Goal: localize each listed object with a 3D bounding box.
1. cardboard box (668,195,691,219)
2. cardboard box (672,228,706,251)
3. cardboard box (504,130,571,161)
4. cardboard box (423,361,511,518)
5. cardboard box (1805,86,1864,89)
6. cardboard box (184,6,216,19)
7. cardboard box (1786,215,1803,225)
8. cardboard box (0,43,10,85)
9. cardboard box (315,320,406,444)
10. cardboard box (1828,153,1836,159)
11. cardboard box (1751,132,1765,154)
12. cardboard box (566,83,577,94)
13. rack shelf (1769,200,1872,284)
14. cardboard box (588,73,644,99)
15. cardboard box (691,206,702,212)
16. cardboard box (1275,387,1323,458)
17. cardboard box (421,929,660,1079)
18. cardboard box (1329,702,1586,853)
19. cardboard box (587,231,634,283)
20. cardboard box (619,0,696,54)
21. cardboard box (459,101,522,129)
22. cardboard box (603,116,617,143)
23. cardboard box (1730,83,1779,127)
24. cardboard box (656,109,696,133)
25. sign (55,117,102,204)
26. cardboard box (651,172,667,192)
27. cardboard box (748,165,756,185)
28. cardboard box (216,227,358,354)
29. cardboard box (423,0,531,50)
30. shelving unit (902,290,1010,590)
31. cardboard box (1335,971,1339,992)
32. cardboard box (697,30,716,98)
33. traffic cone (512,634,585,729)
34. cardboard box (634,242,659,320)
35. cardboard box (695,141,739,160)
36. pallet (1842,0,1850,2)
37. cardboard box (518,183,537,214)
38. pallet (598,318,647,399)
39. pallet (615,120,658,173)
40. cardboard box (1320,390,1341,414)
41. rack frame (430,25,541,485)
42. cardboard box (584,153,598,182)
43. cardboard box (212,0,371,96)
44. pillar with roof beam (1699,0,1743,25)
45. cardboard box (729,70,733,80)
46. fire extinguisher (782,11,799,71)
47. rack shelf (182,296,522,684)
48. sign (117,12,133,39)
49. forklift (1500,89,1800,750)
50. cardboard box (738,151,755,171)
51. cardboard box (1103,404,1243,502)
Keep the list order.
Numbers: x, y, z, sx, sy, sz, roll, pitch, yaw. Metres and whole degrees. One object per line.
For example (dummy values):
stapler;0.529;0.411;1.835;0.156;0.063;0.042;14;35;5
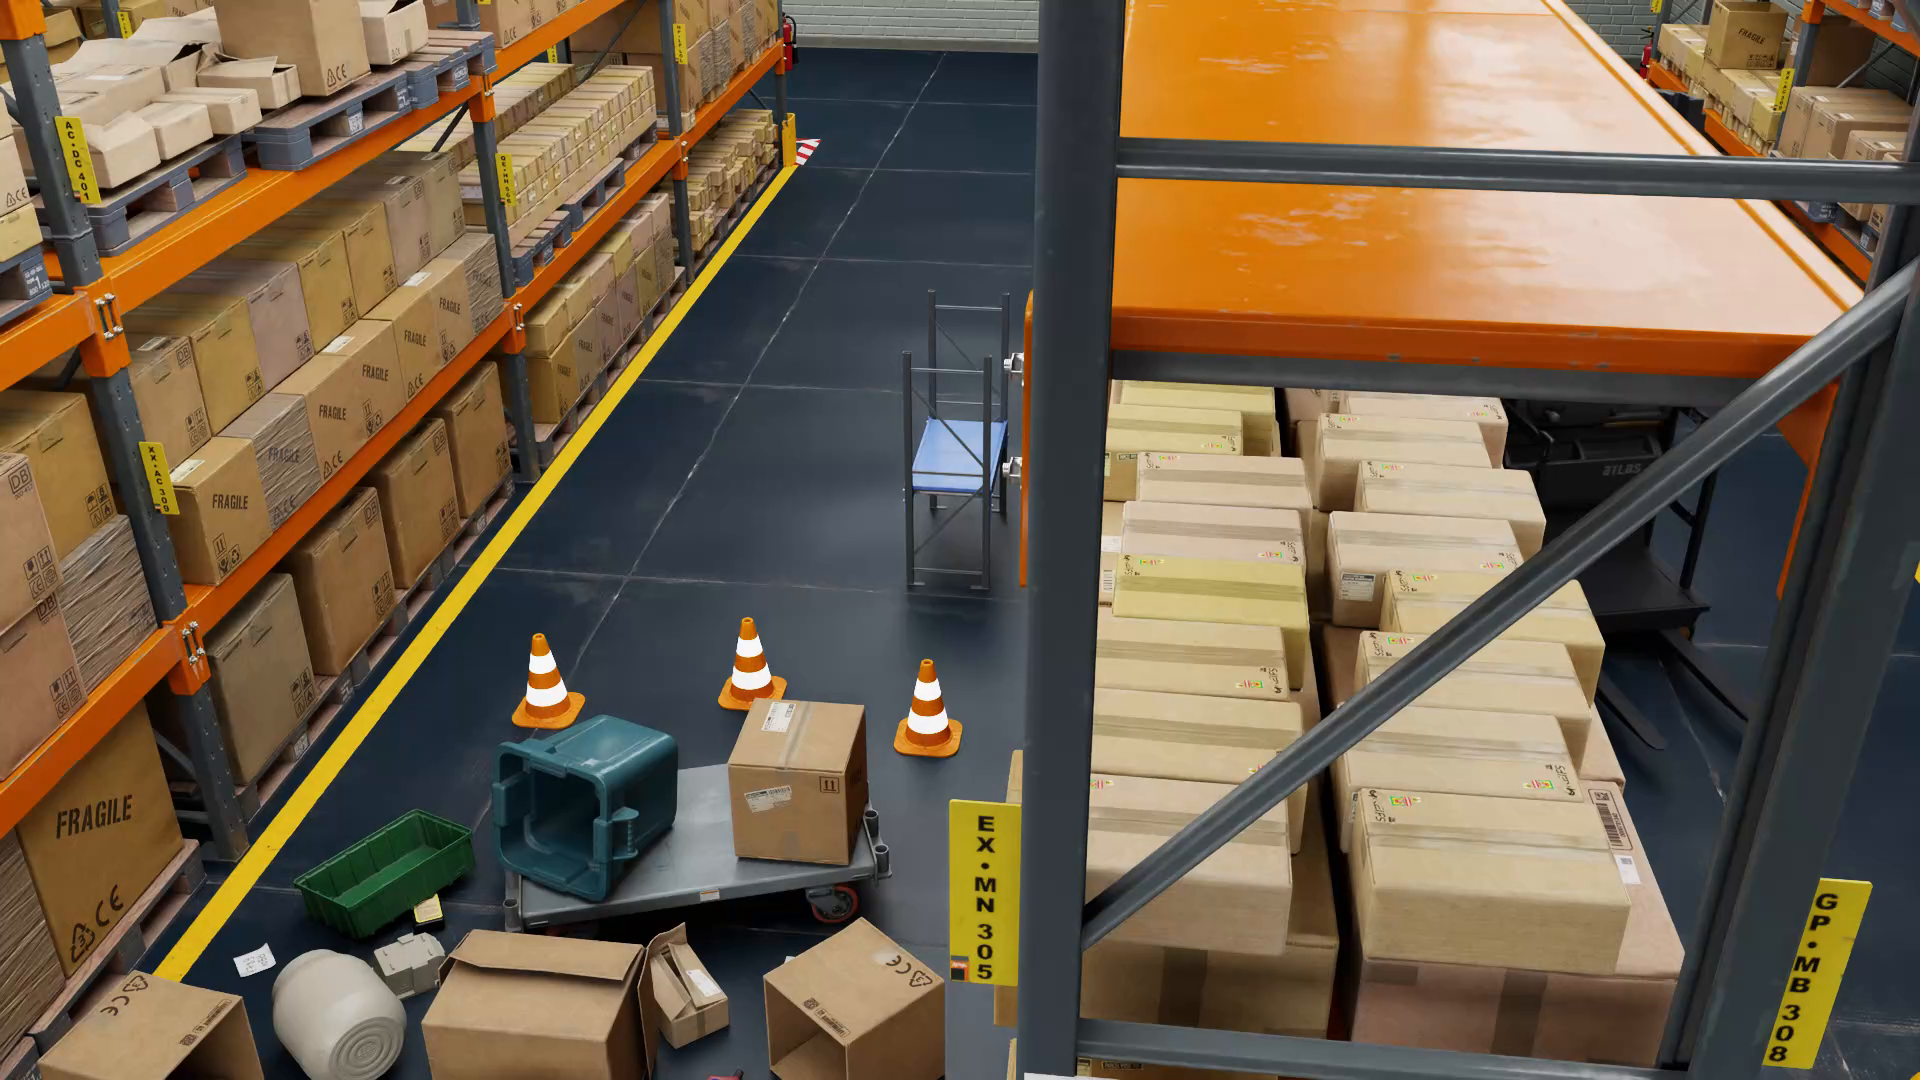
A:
cardboard box;-2.623;-2.976;14.839;0.380;0.149;0.250;4;29;8
cardboard box;-2.508;-2.717;14.985;0.380;0.149;0.250;2;28;4
cardboard box;-2.983;-2.788;11.749;0.380;0.149;0.250;5;29;9
cardboard box;-3.525;-0.664;10.542;1.050;0.750;0.750;3;28;6
cardboard box;7.364;-3.626;13.955;0.500;0.250;0.500;3;28;6
cardboard box;-3.730;-2.671;8.784;0.500;0.250;0.500;4;29;8
cardboard box;6.733;-2.451;13.125;0.380;0.149;0.250;3;28;5
cardboard box;-7.947;-3.832;13.329;0.797;0.503;0.637;4;29;7
cardboard box;-3.332;-0.856;8.863;0.500;0.500;0.500;4;29;7
cardboard box;6.430;-2.601;11.907;0.396;0.266;0.258;5;29;9
cardboard box;6.780;-3.285;13.742;0.380;0.149;0.250;4;29;8
cardboard box;-3.376;-3.681;13.720;0.380;0.149;0.250;4;29;7
rack shelf;6.736;-1.849;11.570;1.077;0.370;4.000;3;28;6
cardboard box;-2.759;-3.643;13.337;0.380;0.149;0.250;3;28;5
cardboard box;-2.567;-2.971;15.144;0.380;0.149;0.250;4;29;7
cardboard box;1.149;-0.313;4.643;0.500;0.250;0.500;3;28;5
cardboard box;-1.607;1.879;6.380;0.797;0.637;0.503;3;28;6
cardboard box;0.845;0.419;2.864;0.380;0.149;0.250;3;28;6
cardboard box;-2.838;-2.192;12.851;0.500;0.250;0.500;2;28;4
cardboard box;-2.574;-4.447;14.161;0.500;0.500;0.500;4;29;7
cardboard box;-3.533;-3.203;12.519;0.380;0.149;0.250;4;29;8
cardboard box;-2.851;-3.148;12.732;0.380;0.149;0.250;2;28;4
cardboard box;6.848;-3.663;14.023;0.500;0.250;0.500;3;29;6
cardboard box;-2.512;-3.638;14.397;0.380;0.149;0.250;4;29;8
sign;-3.300;-1.420;6.224;0.100;0.325;0.005;3;28;6
cardboard box;-2.961;-3.366;15.563;0.380;0.149;0.250;4;29;8
cardboard box;-2.274;-3.700;16.810;0.380;0.149;0.250;2;28;4
cardboard box;-3.610;-1.304;8.641;0.700;0.500;0.500;3;28;6
cardboard box;-3.027;-3.369;10.365;0.500;0.500;0.500;3;28;6
shelving unit;-0.010;-0.620;10.112;0.538;1.500;1.048;3;28;6
cardboard box;0.890;0.779;3.036;0.380;0.149;0.250;2;28;5
cardboard box;-2.507;-4.261;14.869;0.500;0.500;0.500;3;28;6
traffic cone;-2.188;0.705;8.746;0.336;0.463;0.334;3;28;6
cardboard box;-2.775;-2.114;13.496;0.500;0.500;0.500;3;28;5
cardboard box;-2.402;-3.835;16.434;0.380;0.149;0.250;2;28;4
pallet;6.831;-4.042;11.918;1.213;0.211;1.003;3;28;6
cardboard box;-3.072;-2.300;11.157;0.380;0.149;0.250;5;29;9
pallet;-3.112;-1.464;13.037;1.003;0.211;1.213;3;28;6
pallet;-3.109;-3.198;13.518;1.003;0.211;1.213;3;28;6
cardboard box;1.159;-0.413;4.407;0.380;0.149;0.250;4;29;7
rack frame;-3.361;-1.751;10.630;1.000;3.000;0.127;3;28;6
cardboard box;-2.912;-2.771;12.345;0.380;0.149;0.250;2;28;5
cardboard box;-3.296;-2.510;8.222;0.500;0.500;0.500;3;28;6
pillar with roof beam;4.423;-9.098;17.942;9.100;9.000;0.400;3;28;6
cardboard box;-2.402;-4.509;16.015;0.380;0.149;0.250;4;29;7
fire extinguisher;-1.892;-5.410;17.897;0.296;0.674;0.183;3;28;6
rack shelf;-3.606;-0.493;9.053;1.077;0.370;4.000;3;28;6
sign;-7.242;-4.418;14.442;0.100;0.325;0.005;3;28;6
forklift;3.520;-0.799;8.935;1.130;2.935;3.031;-4;29;-8
cardboard box;-2.275;-3.823;16.726;0.380;0.149;0.250;4;29;7
cardboard box;0.487;-0.207;4.024;0.380;0.149;0.250;4;29;7
